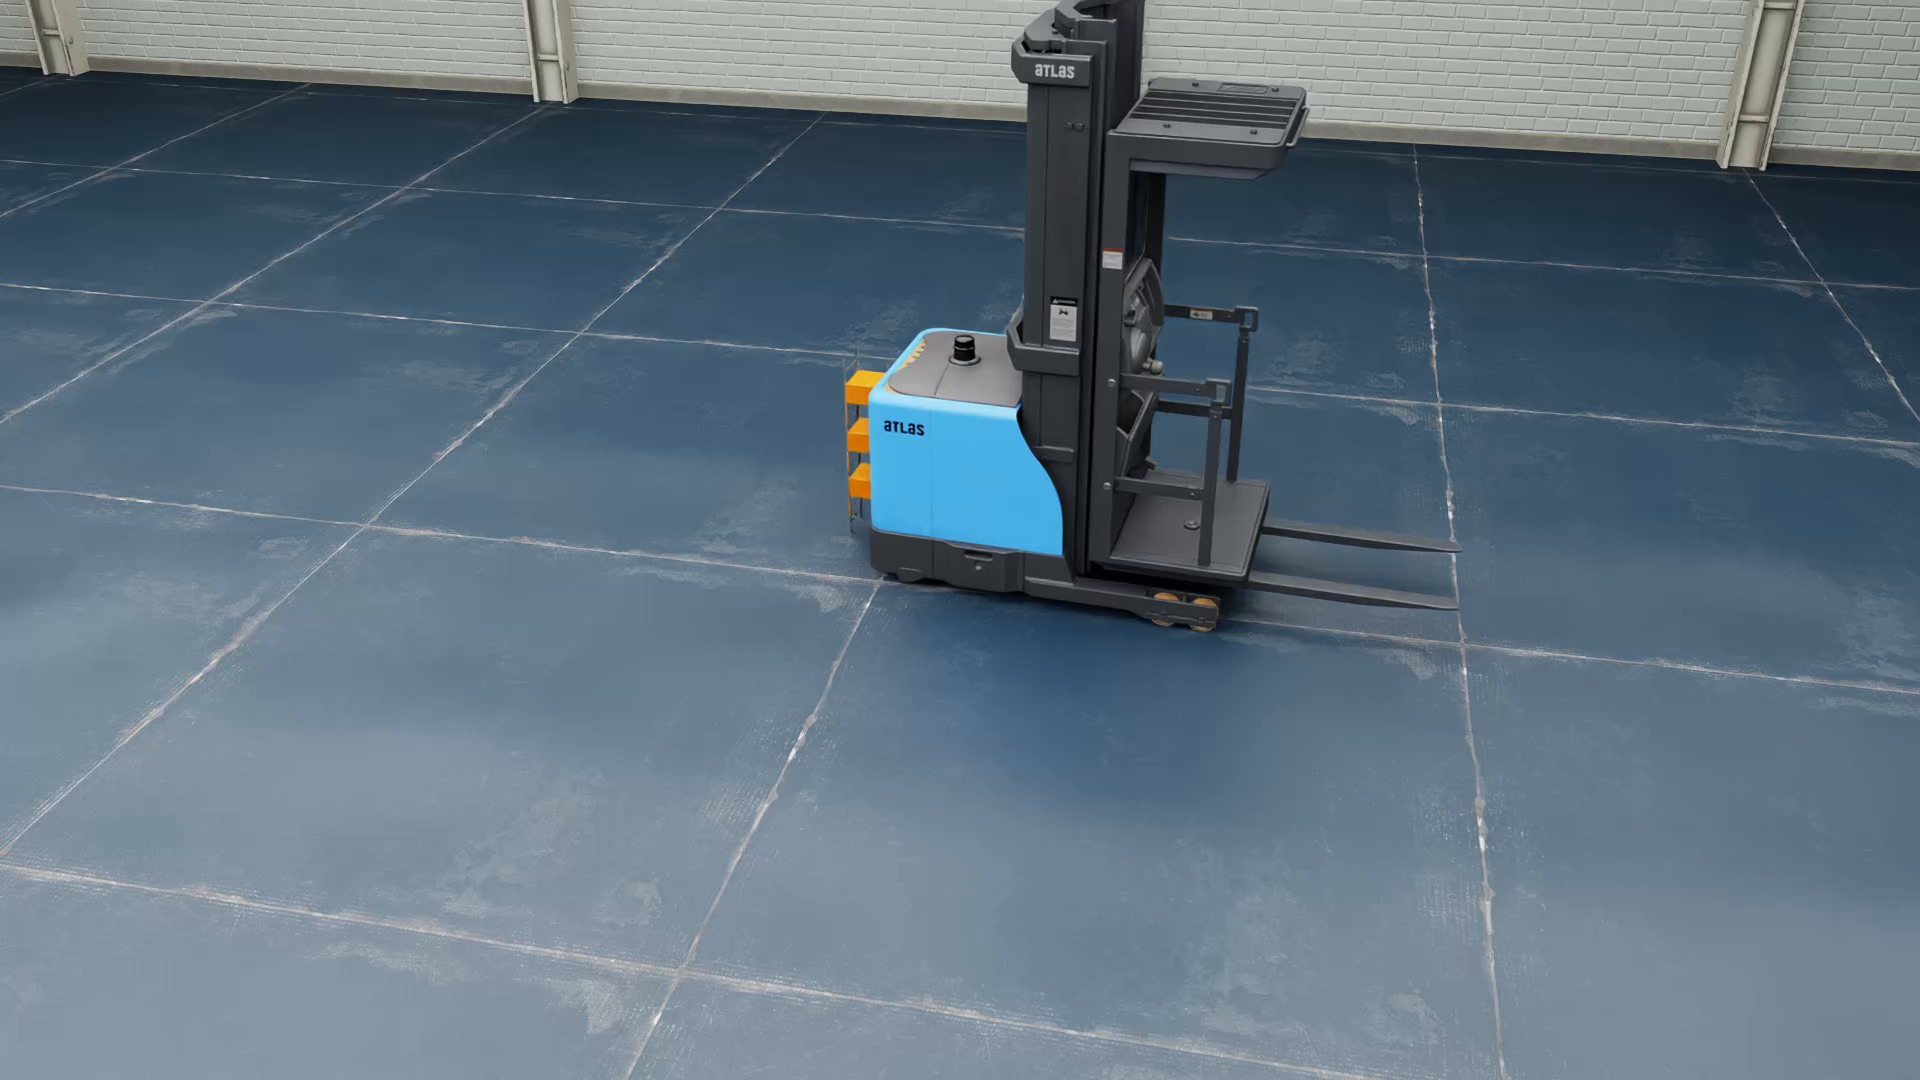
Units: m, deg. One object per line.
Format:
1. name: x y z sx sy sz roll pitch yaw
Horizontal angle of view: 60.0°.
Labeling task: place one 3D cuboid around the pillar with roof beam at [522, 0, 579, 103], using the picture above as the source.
1. pillar with roof beam: -5.248 -6.683 12.086 0.400 9.000 9.100 6 29 11

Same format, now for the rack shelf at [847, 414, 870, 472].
1. rack shelf: -0.470 -0.517 9.123 0.240 0.259 0.215 8 30 14

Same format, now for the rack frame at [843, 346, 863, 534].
1. rack frame: -0.587 -0.542 9.147 0.008 1.050 0.200 8 30 14

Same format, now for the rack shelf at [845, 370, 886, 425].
1. rack shelf: -0.470 -0.766 8.986 0.240 0.259 0.215 8 30 14

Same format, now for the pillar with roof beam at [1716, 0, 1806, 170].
1. pillar with roof beam: 6.488 -5.480 9.888 0.400 9.000 9.100 6 29 11

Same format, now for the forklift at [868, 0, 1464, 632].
1. forklift: 1.096 -1.108 8.222 3.031 2.935 1.130 8 30 14

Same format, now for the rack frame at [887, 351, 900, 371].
1. rack frame: -0.353 -0.510 9.088 0.008 1.050 0.200 8 30 14

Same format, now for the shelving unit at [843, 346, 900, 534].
1. shelving unit: -0.470 -0.526 9.118 0.252 1.050 0.215 8 30 14

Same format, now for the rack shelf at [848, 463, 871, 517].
1. rack shelf: -0.470 -0.273 9.256 0.240 0.259 0.215 8 30 14

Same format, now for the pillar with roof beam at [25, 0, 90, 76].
1. pillar with roof beam: -11.115 -7.285 13.185 0.400 9.000 9.100 6 29 11
